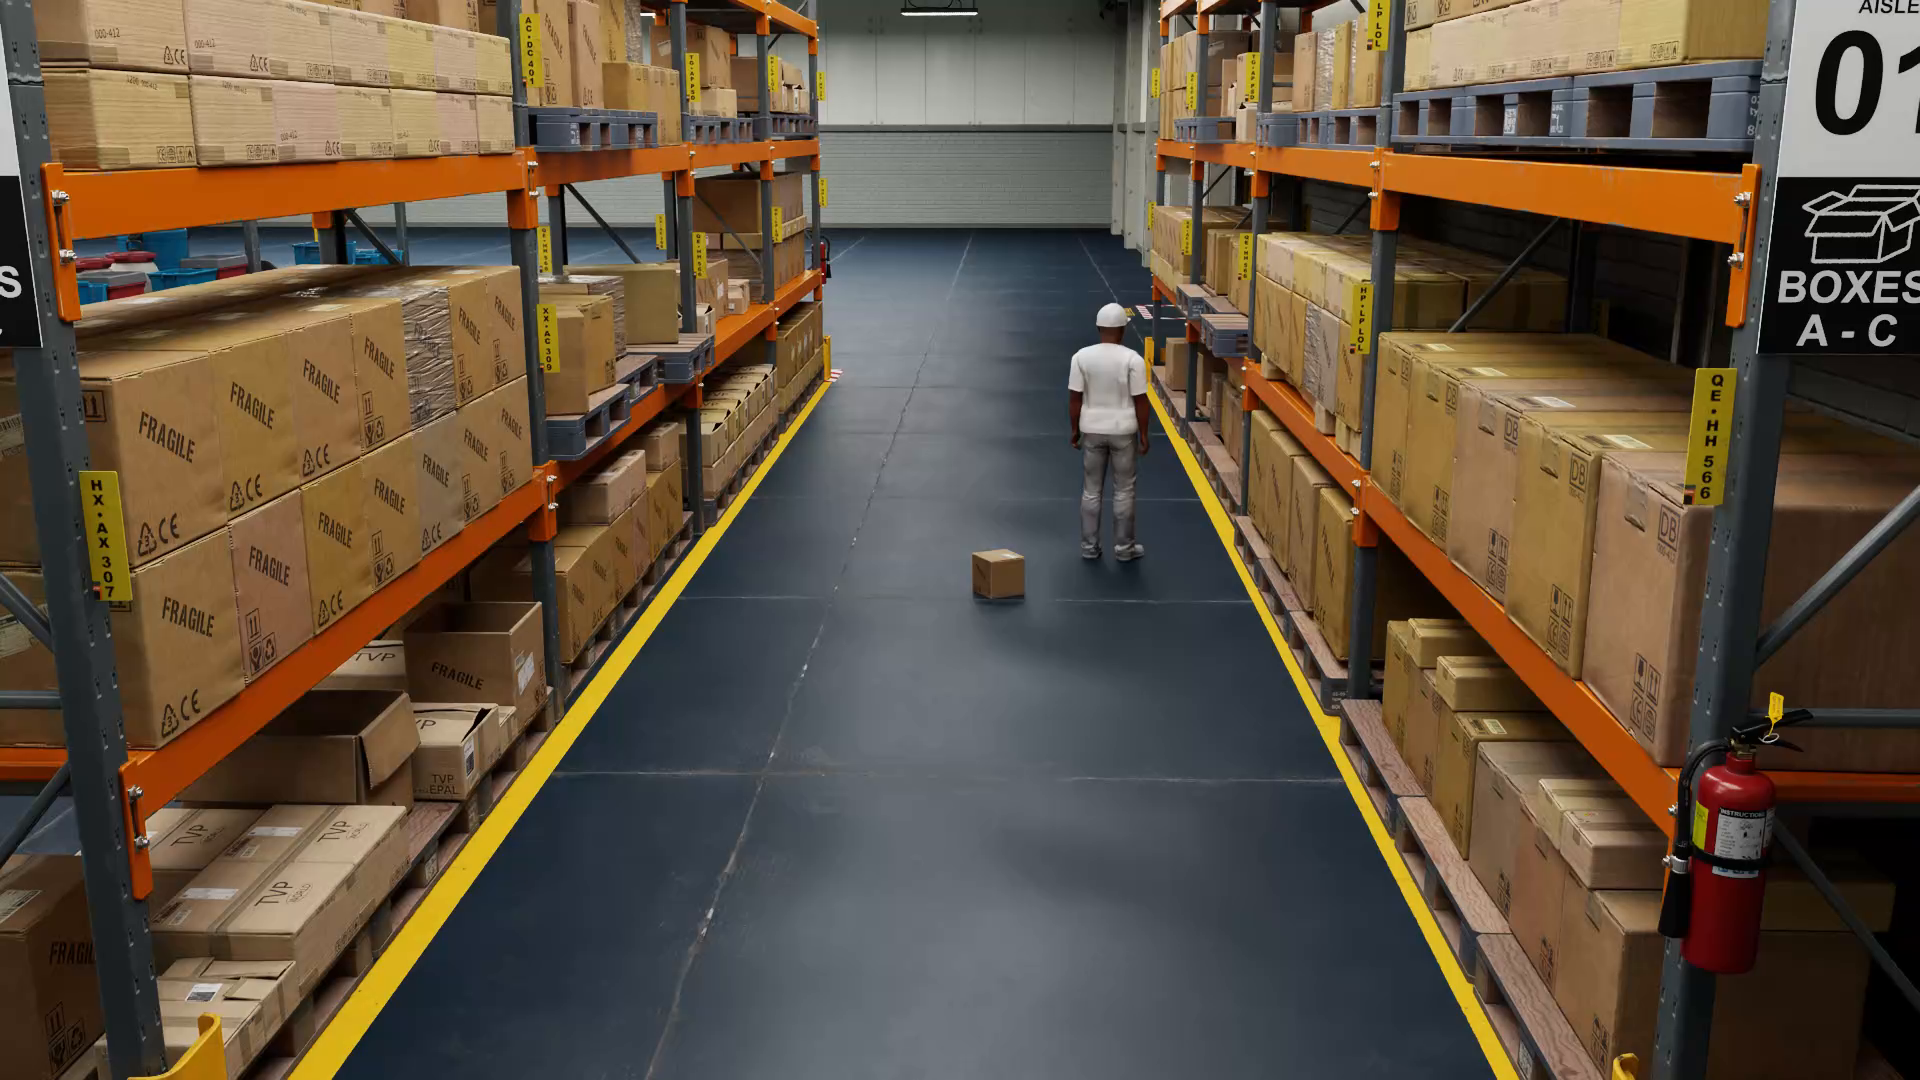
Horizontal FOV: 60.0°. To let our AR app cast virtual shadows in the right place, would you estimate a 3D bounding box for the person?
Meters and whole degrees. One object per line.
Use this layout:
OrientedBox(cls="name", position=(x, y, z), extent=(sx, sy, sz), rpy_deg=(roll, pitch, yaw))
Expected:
OrientedBox(cls="person", position=(1.037, -0.740, 11.445), extent=(0.567, 1.771, 0.378), rpy_deg=(5, 15, 20))
